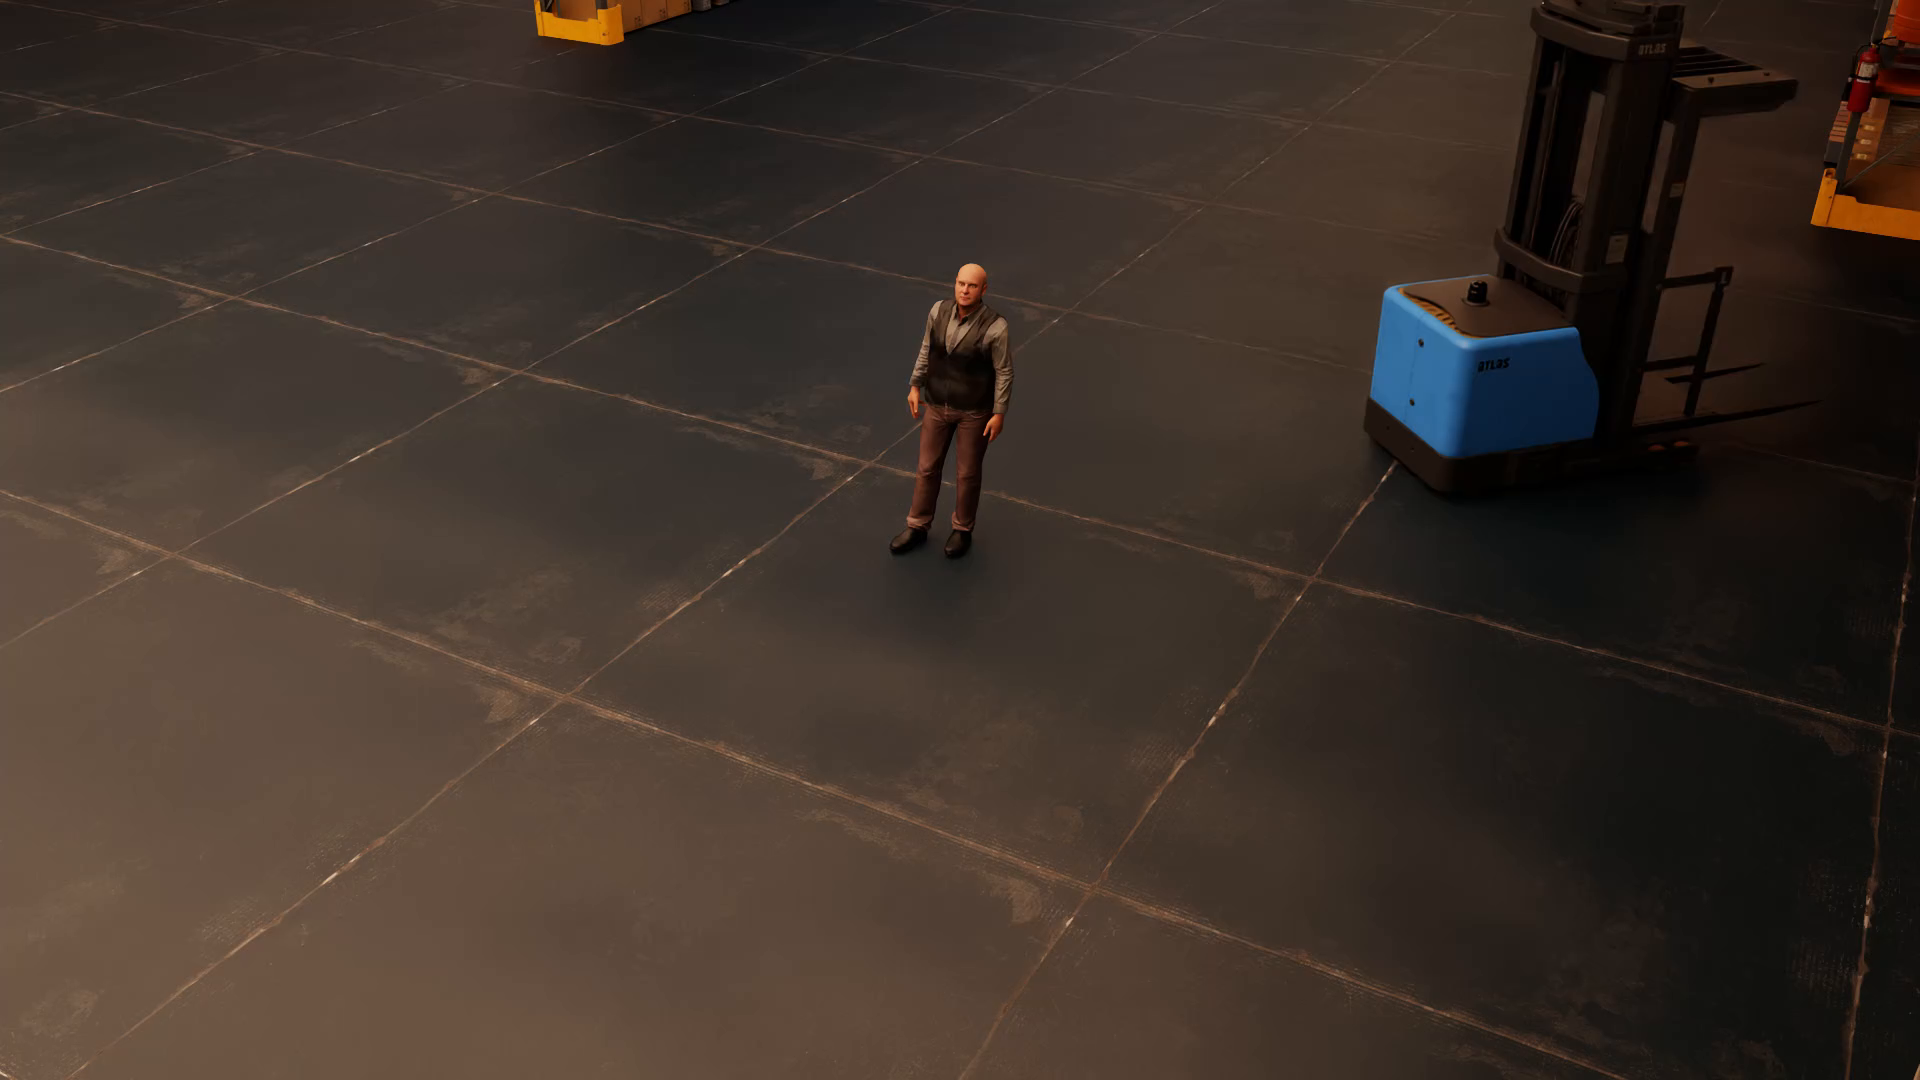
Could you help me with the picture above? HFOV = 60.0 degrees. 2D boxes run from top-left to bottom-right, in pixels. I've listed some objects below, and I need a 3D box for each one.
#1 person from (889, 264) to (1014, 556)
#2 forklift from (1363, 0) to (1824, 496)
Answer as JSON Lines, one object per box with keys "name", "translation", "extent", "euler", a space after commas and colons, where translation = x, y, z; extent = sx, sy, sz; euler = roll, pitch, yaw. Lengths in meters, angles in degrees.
{"name": "person", "translation": [-0.041, -0.723, 9.519], "extent": [0.633, 1.722, 0.551], "euler": [15, 33, 25]}
{"name": "forklift", "translation": [4.281, -1.961, 10.469], "extent": [3.031, 2.935, 1.130], "euler": [-9, 31, -15]}
